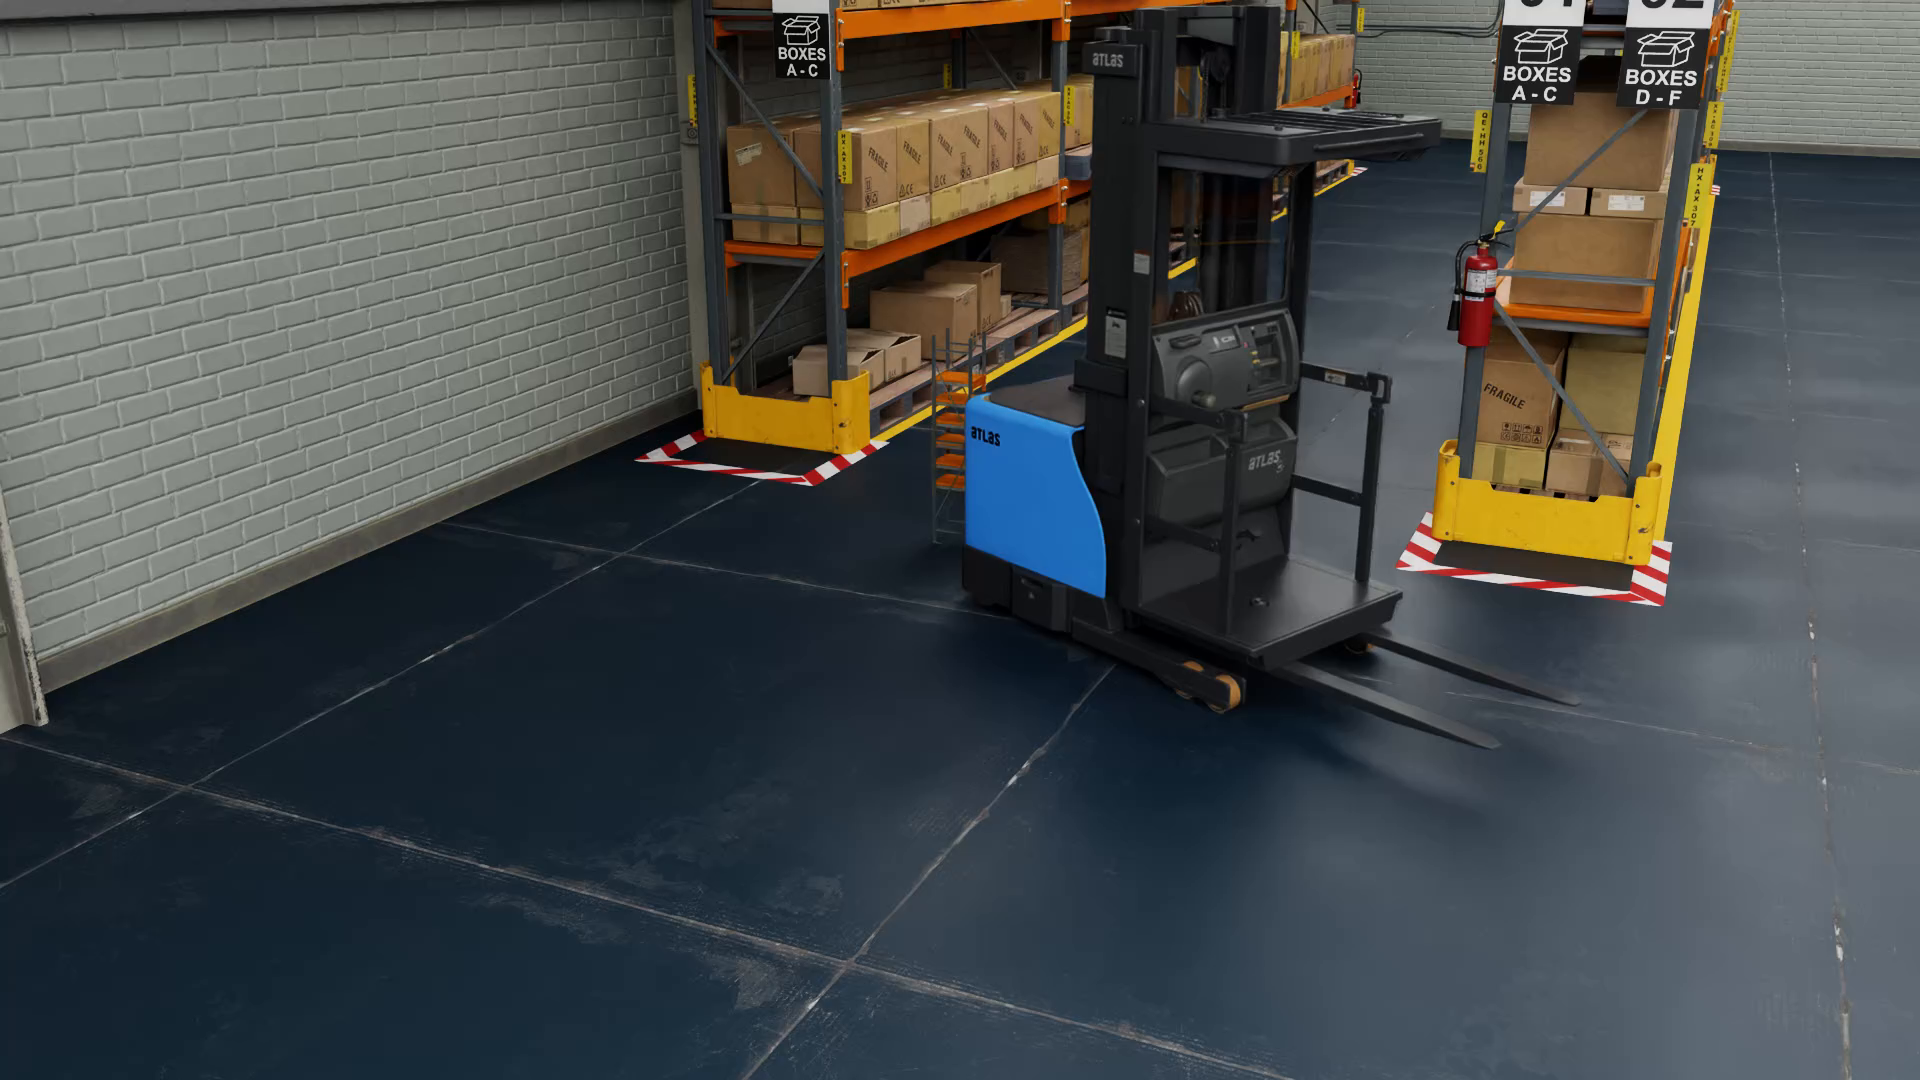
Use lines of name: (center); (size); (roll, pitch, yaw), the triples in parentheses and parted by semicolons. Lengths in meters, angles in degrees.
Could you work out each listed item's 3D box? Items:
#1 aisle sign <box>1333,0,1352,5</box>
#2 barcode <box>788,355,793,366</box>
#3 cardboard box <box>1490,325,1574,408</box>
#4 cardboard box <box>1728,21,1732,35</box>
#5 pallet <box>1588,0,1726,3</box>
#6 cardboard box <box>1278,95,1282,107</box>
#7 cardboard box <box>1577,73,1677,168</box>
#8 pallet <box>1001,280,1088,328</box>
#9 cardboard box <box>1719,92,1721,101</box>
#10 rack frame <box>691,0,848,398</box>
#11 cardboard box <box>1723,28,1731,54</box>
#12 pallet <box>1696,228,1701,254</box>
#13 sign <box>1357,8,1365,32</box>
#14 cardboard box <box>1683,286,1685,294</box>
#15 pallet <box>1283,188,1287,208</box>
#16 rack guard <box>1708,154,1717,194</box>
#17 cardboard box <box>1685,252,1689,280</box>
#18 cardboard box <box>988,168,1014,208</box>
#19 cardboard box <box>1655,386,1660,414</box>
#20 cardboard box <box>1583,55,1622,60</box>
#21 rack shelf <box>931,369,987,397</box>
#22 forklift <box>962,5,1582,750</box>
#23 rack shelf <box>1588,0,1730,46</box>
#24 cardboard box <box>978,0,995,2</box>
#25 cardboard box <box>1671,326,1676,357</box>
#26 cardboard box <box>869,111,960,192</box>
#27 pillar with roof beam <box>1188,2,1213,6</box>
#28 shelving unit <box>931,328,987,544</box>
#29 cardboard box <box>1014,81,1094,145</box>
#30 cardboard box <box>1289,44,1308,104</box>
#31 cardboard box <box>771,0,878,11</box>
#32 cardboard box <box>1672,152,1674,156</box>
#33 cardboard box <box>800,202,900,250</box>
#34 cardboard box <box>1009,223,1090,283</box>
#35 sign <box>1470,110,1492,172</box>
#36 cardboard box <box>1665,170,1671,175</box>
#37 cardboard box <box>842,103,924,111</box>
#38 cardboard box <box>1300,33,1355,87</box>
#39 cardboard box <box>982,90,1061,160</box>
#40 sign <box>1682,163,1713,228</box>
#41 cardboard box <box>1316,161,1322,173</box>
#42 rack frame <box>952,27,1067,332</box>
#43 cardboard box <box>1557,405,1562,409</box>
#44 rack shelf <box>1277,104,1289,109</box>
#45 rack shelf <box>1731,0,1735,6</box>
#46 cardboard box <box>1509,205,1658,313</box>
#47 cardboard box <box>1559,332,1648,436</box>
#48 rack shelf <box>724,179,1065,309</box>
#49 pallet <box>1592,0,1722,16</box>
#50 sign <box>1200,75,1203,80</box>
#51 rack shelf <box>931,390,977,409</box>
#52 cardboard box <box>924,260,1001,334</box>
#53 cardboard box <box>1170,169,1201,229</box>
aisle sign: (5.630, -8.181, 24.117); (0.394, 0.787, 0.004); (9, 21, 23)
barcode: (-1.217, -1.289, 11.959); (0.001, 0.075, 0.075); (9, 21, 23)
cardboard box: (3.640, -1.174, 10.651); (0.500, 0.500, 0.500); (9, 21, 23)
cardboard box: (9.502, -6.328, 21.144); (0.500, 0.500, 0.500); (9, 22, 24)
pallet: (4.608, -3.736, 11.153); (1.003, 0.211, 1.213); (9, 21, 23)
cardboard box: (3.809, -5.502, 20.807); (0.380, 0.149, 0.250); (9, 21, 23)
cardboard box: (3.936, -2.537, 10.041); (0.700, 0.500, 0.500); (9, 21, 23)
pallet: (0.730, -2.232, 15.429); (1.003, 0.211, 1.213); (9, 21, 23)
cardboard box: (9.494, -5.859, 21.318); (0.500, 0.500, 0.500); (9, 21, 23)
rack frame: (-1.225, -2.085, 10.854); (1.000, 3.000, 0.127); (9, 21, 23)
cardboard box: (8.659, -5.698, 19.373); (0.500, 0.500, 0.500); (9, 22, 24)
pallet: (7.911, -3.507, 19.014); (1.003, 0.211, 1.213); (9, 21, 23)
sign: (5.816, -7.554, 24.152); (0.100, 0.325, 0.005); (9, 21, 23)
cardboard box: (6.371, -2.402, 15.222); (0.500, 0.250, 0.500); (8, 21, 22)
pallet: (4.072, -4.661, 22.259); (1.003, 0.211, 1.213); (9, 21, 23)
rack guard: (9.816, -5.096, 23.052); (1.175, 0.500, 0.348); (9, 21, 23)
cardboard box: (5.959, -2.358, 14.261); (0.500, 0.311, 0.500); (9, 22, 24)
cardboard box: (0.092, -2.753, 12.926); (0.500, 0.250, 0.500); (8, 21, 22)
cardboard box: (4.538, -1.053, 11.430); (0.500, 0.250, 0.500); (9, 21, 23)
cardboard box: (4.758, -3.151, 11.766); (0.700, 0.500, 0.500); (9, 21, 23)
rack shelf: (-0.006, -0.858, 9.150); (0.258, 0.103, 0.180); (9, 21, 23)
forklift: (1.351, -0.811, 7.374); (1.130, 2.935, 3.031); (-16, 25, -38)
rack shelf: (5.753, -4.314, 13.721); (1.077, 0.370, 4.000); (9, 21, 23)
cardboard box: (0.021, -4.261, 12.319); (0.500, 0.500, 0.500); (8, 21, 21)
cardboard box: (5.325, -1.620, 13.025); (0.500, 0.250, 0.500); (8, 21, 21)
cardboard box: (-0.327, -2.788, 11.907); (0.500, 0.500, 0.500); (8, 21, 21)
pillar with roof beam: (7.114, -8.321, 19.438); (9.100, 9.000, 0.400); (9, 21, 23)
shelving unit: (-0.006, -0.561, 9.255); (0.258, 1.200, 0.189); (9, 21, 23)
cardboard box: (0.888, -3.882, 15.103); (0.700, 0.500, 0.500); (11, 22, 28)
cardboard box: (3.926, -6.058, 21.578); (0.980, 0.700, 0.700); (9, 21, 24)
cardboard box: (-0.860, -3.622, 10.522); (0.500, 0.500, 0.500); (9, 22, 24)
cardboard box: (4.390, -2.399, 10.622); (0.380, 0.149, 0.250); (9, 22, 24)
cardboard box: (-0.736, -2.129, 11.172); (0.500, 0.250, 0.500); (8, 21, 21)
cardboard box: (0.865, -2.729, 15.740); (0.700, 0.500, 0.500); (8, 21, 22)
sign: (2.806, -2.142, 8.933); (0.100, 0.325, 0.005); (9, 21, 23)
cardboard box: (3.967, -2.083, 9.732); (0.380, 0.149, 0.250); (8, 21, 22)
cardboard box: (-0.597, -3.015, 12.545); (0.500, 0.500, 0.500); (9, 21, 23)
cardboard box: (5.127, -6.960, 24.114); (0.980, 0.700, 0.700); (10, 22, 25)
cardboard box: (0.501, -3.412, 13.662); (0.500, 0.500, 0.500); (8, 21, 23)
sign: (3.800, -1.773, 8.568); (0.100, 0.325, 0.005); (9, 21, 23)
cardboard box: (4.721, -5.461, 23.452); (0.700, 0.500, 0.500); (8, 21, 21)
rack frame: (0.413, -3.307, 14.292); (1.000, 3.000, 0.127); (9, 21, 23)
cardboard box: (3.643, -0.820, 10.776); (0.500, 0.250, 0.500); (9, 21, 23)
rack shelf: (2.870, -4.803, 19.570); (1.077, 0.370, 4.000); (9, 21, 23)
rack shelf: (9.029, -6.760, 20.598); (1.077, 0.370, 4.000); (9, 21, 23)
cardboard box: (3.499, -1.594, 9.325); (0.700, 0.500, 0.500); (9, 21, 23)
cardboard box: (3.921, -0.948, 10.016); (0.500, 0.500, 0.500); (9, 21, 23)
rack shelf: (-0.406, -2.357, 12.693); (1.077, 0.370, 4.000); (9, 21, 23)
pallet: (3.609, -2.990, 9.056); (1.003, 0.211, 1.213); (9, 21, 23)
sign: (2.550, -4.967, 17.348); (0.100, 0.325, 0.005); (9, 21, 23)
rack shelf: (-0.006, -0.745, 9.190); (0.258, 0.103, 0.180); (9, 21, 23)
cardboard box: (0.024, -2.014, 13.730); (0.500, 0.500, 0.500); (7, 21, 19)
cardboard box: (2.472, -3.922, 18.602); (0.750, 0.750, 0.750); (8, 21, 22)
